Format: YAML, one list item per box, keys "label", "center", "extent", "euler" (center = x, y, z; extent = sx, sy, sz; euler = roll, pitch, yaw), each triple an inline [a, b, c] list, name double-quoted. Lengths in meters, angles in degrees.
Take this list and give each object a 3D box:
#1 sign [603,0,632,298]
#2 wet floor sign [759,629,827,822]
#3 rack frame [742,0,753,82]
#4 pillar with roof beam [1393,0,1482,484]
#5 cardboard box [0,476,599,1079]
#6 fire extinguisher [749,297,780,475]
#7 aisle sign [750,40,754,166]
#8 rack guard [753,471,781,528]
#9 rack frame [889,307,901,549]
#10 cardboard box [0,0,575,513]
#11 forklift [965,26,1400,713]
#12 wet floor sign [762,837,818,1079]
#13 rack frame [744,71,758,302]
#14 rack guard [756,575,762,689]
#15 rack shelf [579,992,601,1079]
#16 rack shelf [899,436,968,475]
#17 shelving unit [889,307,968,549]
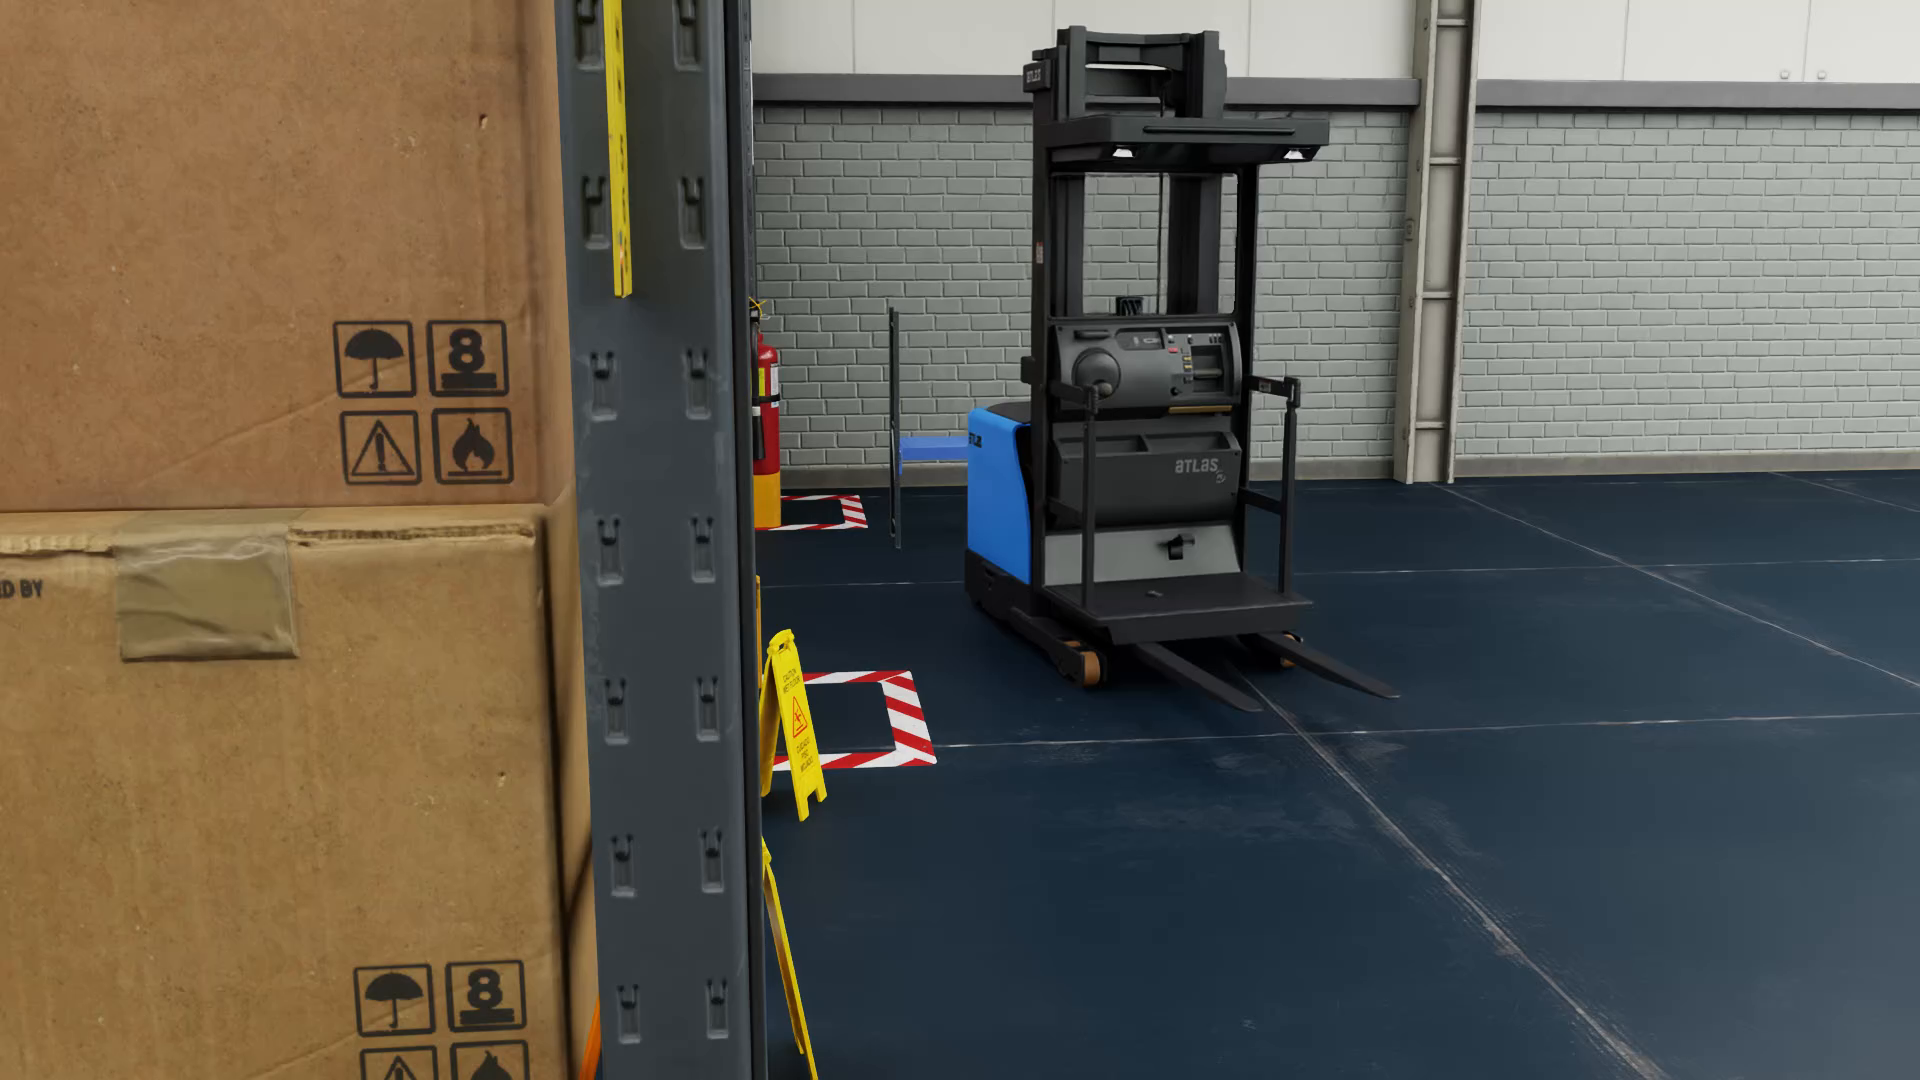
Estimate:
- label: "sign"
  center: [-0.257, -0.347, 1.240]
  extent: [0.005, 0.325, 0.100]
  euler: [-1, 11, -6]
- label: "wet floor sign"
  center: [-0.632, 0.643, 5.927]
  extent: [0.232, 0.644, 0.267]
  euler: [3, 11, 14]
- label: "rack frame"
  center: [-1.476, -4.609, 10.987]
  extent: [0.127, 3.000, 1.000]
  euler: [-1, 11, -6]
- label: "pillar with roof beam"
  center: [4.164, -4.067, 8.228]
  extent: [0.400, 9.000, 9.100]
  euler: [-1, 11, -6]
- label: "cardboard box"
  center: [-0.665, 0.176, 1.808]
  extent: [0.550, 0.550, 0.875]
  euler: [-1, 11, -6]
- label: "fire extinguisher"
  center: [-0.773, -0.590, 6.294]
  extent: [0.183, 0.674, 0.296]
  euler: [-1, 11, -6]
- label: "aisle sign"
  center: [-1.379, -2.886, 11.035]
  extent: [0.004, 0.787, 0.394]
  euler: [-1, 11, -6]
- label: "rack guard"
  center: [-1.452, -0.440, 11.809]
  extent: [0.348, 0.500, 1.175]
  euler: [-1, 11, -6]
- label: "rack frame"
  center: [-0.421, -0.727, 10.678]
  extent: [0.032, 1.500, 0.500]
  euler: [-1, 11, -6]
- label: "cardboard box"
  center: [-0.675, -0.370, 1.786]
  extent: [0.550, 0.550, 0.875]
  euler: [-1, 11, -6]
- label: "forklift"
  center: [0.960, -0.860, 7.644]
  extent: [1.130, 2.935, 3.031]
  euler: [-4, 12, -17]
- label: "wet floor sign"
  center: [-0.487, 1.008, 4.067]
  extent: [0.232, 0.644, 0.267]
  euler: [-3, 12, -16]
- label: "rack frame"
  center: [-1.476, -1.666, 11.565]
  extent: [0.127, 3.000, 1.000]
  euler: [-1, 11, -6]
- label: "rack guard"
  center: [-1.012, 0.514, 6.957]
  extent: [0.348, 0.500, 1.175]
  euler: [-1, 11, -6]
- label: "rack shelf"
  center: [-2.290, 0.628, 1.763]
  extent: [4.000, 0.370, 1.077]
  euler: [-1, 11, -6]
- label: "rack shelf"
  center: [0.085, -0.561, 10.767]
  extent: [1.000, 0.185, 0.538]
  euler: [-1, 11, -6]
- label: "shelving unit"
  center: [0.085, -0.738, 10.732]
  extent: [1.048, 1.500, 0.538]
  euler: [-1, 11, -6]
